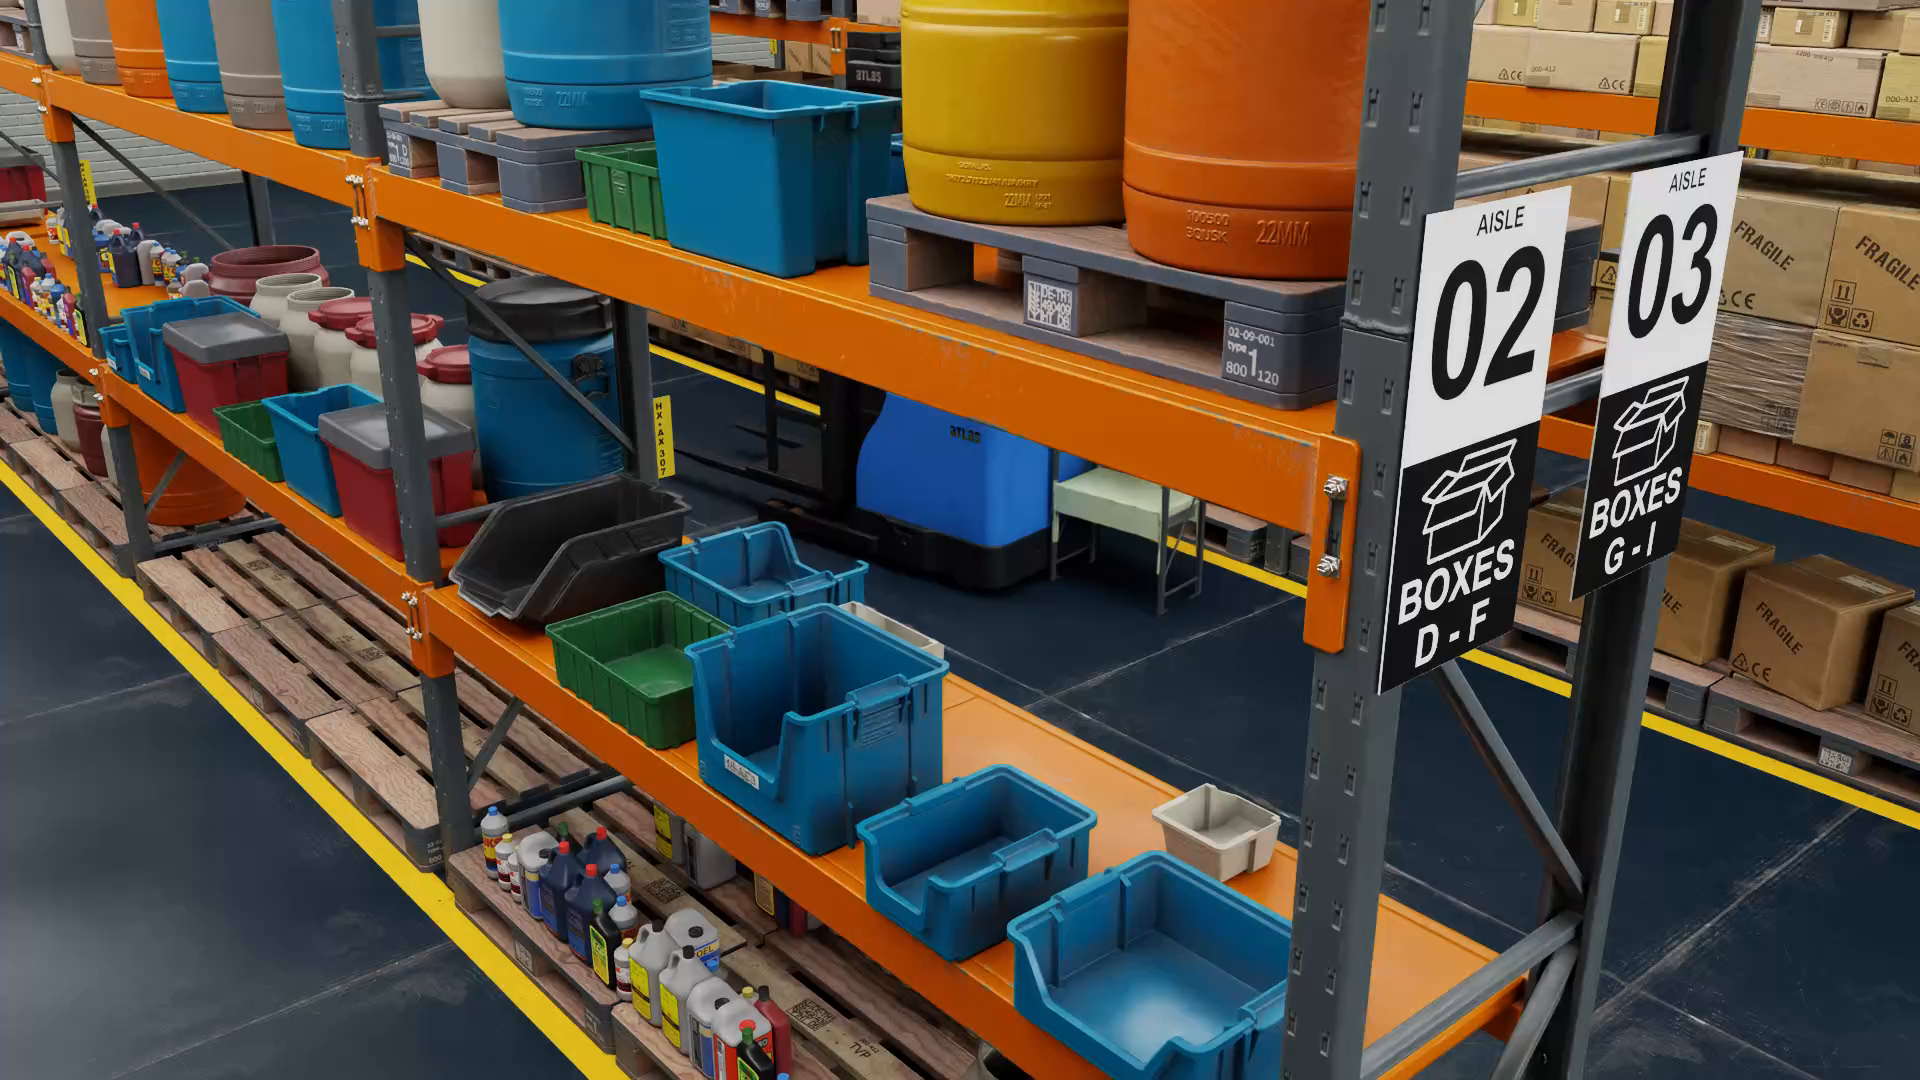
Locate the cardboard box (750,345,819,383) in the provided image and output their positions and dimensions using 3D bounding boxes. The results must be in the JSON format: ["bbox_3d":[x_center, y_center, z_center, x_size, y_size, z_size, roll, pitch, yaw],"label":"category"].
[{"bbox_3d":[-0.888,-1.830,12.881,1.225,0.875,0.875,-19,28,-40],"label":"cardboard box"}]

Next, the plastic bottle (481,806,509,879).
[{"bbox_3d":[-1.719,1.114,6.165,0.097,0.271,0.097,0,21,0],"label":"plastic bottle"}]

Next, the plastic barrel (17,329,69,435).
[{"bbox_3d":[-6.012,-1.223,11.295,0.600,0.901,0.708,-17,27,-37],"label":"plastic barrel"}]

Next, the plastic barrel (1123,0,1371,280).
[{"bbox_3d":[0.603,-0.935,2.981,0.600,0.830,0.708,-17,27,-37],"label":"plastic barrel"}]

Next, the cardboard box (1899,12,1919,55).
[{"bbox_3d":[3.826,-1.946,6.386,0.380,0.149,0.250,-17,27,-37],"label":"cardboard box"}]

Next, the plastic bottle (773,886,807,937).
[{"bbox_3d":[-0.597,1.239,5.830,0.061,0.283,0.133,-17,27,-37],"label":"plastic bottle"}]

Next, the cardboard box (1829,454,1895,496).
[{"bbox_3d":[3.910,-0.330,7.057,0.380,0.149,0.250,-17,27,-37],"label":"cardboard box"}]

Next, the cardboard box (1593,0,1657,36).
[{"bbox_3d":[3.016,-2.321,7.343,0.380,0.149,0.250,-18,28,-38],"label":"cardboard box"}]

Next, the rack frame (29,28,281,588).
[{"bbox_3d":[-4.206,-1.249,9.061,1.000,3.000,0.127,-17,27,-37],"label":"rack frame"}]

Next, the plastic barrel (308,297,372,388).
[{"bbox_3d":[-2.815,-0.846,7.845,0.433,0.535,0.433,0,21,0],"label":"plastic barrel"}]

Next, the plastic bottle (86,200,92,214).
[{"bbox_3d":[-5.969,-2.155,11.442,0.144,0.351,0.185,-17,27,-37],"label":"plastic bottle"}]

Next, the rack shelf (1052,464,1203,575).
[{"bbox_3d":[0.921,-0.130,9.154,0.720,0.370,0.431,18,27,38],"label":"rack shelf"}]

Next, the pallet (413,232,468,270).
[{"bbox_3d":[-5.094,-3.138,17.706,1.003,0.211,1.213,-17,27,-37],"label":"pallet"}]

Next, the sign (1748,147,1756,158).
[{"bbox_3d":[5.576,-2.846,11.659,0.100,0.325,0.005,-17,27,-37],"label":"sign"}]

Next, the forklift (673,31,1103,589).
[{"bbox_3d":[-0.605,-1.523,9.852,3.031,2.935,1.130,18,27,38],"label":"forklift"}]

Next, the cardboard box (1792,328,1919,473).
[{"bbox_3d":[4.013,-0.671,7.040,0.875,0.500,0.500,-17,27,-37],"label":"cardboard box"}]

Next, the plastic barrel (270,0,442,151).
[{"bbox_3d":[-2.091,-1.863,5.827,0.600,0.901,0.708,-17,27,-37],"label":"plastic barrel"}]

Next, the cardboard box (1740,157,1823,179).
[{"bbox_3d":[3.636,-1.500,7.784,0.500,0.500,0.500,-17,27,-37],"label":"cardboard box"}]

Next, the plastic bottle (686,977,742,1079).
[{"bbox_3d":[-0.749,1.507,5.155,0.152,0.276,0.135,-18,28,-39],"label":"plastic bottle"}]

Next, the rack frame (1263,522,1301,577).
[{"bbox_3d":[2.157,-1.323,9.249,1.000,3.000,0.127,-17,27,-37],"label":"rack frame"}]

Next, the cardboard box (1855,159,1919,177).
[{"bbox_3d":[6.643,-2.814,11.370,0.875,0.550,0.550,-17,27,-37],"label":"cardboard box"}]

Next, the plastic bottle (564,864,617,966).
[{"bbox_3d":[-1.259,1.258,5.687,0.144,0.351,0.185,-19,28,-40],"label":"plastic bottle"}]

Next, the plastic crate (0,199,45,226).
[{"bbox_3d":[-7.012,-2.422,12.335,0.396,0.136,0.243,-17,27,-37],"label":"plastic crate"}]

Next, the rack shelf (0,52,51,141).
[{"bbox_3d":[-5.511,-2.864,10.056,1.077,0.370,4.000,-17,27,-37],"label":"rack shelf"}]

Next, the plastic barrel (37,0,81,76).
[{"bbox_3d":[-4.235,-2.539,8.088,0.421,0.512,0.421,0,21,0],"label":"plastic barrel"}]

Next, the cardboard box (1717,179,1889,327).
[{"bbox_3d":[3.567,-1.237,7.114,0.500,0.500,0.500,-17,27,-37],"label":"cardboard box"}]

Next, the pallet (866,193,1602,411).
[{"bbox_3d":[0.550,-0.600,3.548,1.003,0.211,1.213,-17,27,-37],"label":"pallet"}]

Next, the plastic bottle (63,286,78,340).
[{"bbox_3d":[-4.944,-1.269,9.271,0.061,0.283,0.133,-17,27,-37],"label":"plastic bottle"}]

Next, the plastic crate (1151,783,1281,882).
[{"bbox_3d":[0.676,0.760,4.292,0.298,0.136,0.250,-17,27,-37],"label":"plastic crate"}]

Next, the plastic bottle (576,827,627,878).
[{"bbox_3d":[-1.273,1.172,5.908,0.144,0.351,0.185,-17,27,-37],"label":"plastic bottle"}]

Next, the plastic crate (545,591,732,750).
[{"bbox_3d":[-0.923,0.397,5.149,0.450,0.188,0.662,-17,27,-37],"label":"plastic crate"}]

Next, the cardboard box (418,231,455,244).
[{"bbox_3d":[-5.197,-3.687,17.622,0.875,0.875,0.875,-17,27,-37],"label":"cardboard box"}]

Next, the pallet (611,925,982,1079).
[{"bbox_3d":[-0.388,1.687,5.388,1.003,0.211,1.213,-17,27,-37],"label":"pallet"}]

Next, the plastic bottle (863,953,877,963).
[{"bbox_3d":[-0.285,1.334,5.698,0.097,0.201,0.097,0,21,0],"label":"plastic bottle"}]

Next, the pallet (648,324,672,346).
[{"bbox_3d":[-2.504,-2.040,14.903,1.003,0.211,1.213,-17,27,-37],"label":"pallet"}]

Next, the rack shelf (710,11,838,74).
[{"bbox_3d":[-1.759,-4.043,13.066,1.077,0.370,4.000,-17,27,-37],"label":"rack shelf"}]

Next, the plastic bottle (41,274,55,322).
[{"bbox_3d":[-5.259,-1.407,9.640,0.097,0.271,0.097,0,21,0],"label":"plastic bottle"}]

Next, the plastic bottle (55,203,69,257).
[{"bbox_3d":[-6.078,-2.121,11.354,0.144,0.351,0.185,-17,27,-37],"label":"plastic bottle"}]

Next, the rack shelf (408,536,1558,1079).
[{"bbox_3d":[-0.289,0.743,4.959,1.077,0.370,4.000,-17,27,-37],"label":"rack shelf"}]

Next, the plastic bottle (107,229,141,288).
[{"bbox_3d":[-5.277,-1.778,10.477,0.144,0.351,0.185,-17,27,-37],"label":"plastic bottle"}]

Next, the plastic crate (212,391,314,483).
[{"bbox_3d":[-2.946,-0.459,7.335,0.450,0.188,0.662,-17,27,-37],"label":"plastic crate"}]

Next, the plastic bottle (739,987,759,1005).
[{"bbox_3d":[-0.667,1.507,5.258,0.097,0.201,0.097,0,21,0],"label":"plastic bottle"}]

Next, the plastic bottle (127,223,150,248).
[{"bbox_3d":[-5.250,-1.851,10.665,0.144,0.351,0.185,-17,27,-37],"label":"plastic bottle"}]

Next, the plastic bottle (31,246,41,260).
[{"bbox_3d":[-5.756,-1.698,10.383,0.097,0.271,0.097,0,21,0],"label":"plastic bottle"}]

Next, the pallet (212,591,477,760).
[{"bbox_3d":[-2.937,0.609,8.139,1.003,0.211,1.213,-17,27,-37],"label":"pallet"}]

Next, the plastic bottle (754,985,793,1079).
[{"bbox_3d":[-0.578,1.516,5.121,0.061,0.283,0.133,-17,27,-37],"label":"plastic bottle"}]

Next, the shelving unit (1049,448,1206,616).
[{"bbox_3d":[0.921,-0.434,9.035,0.755,1.500,0.431,18,27,38],"label":"shelving unit"}]

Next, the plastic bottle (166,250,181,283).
[{"bbox_3d":[-4.838,-1.653,10.268,0.097,0.271,0.097,0,21,0],"label":"plastic bottle"}]

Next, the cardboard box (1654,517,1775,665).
[{"bbox_3d":[3.563,0.239,8.112,0.500,0.500,0.500,-14,26,-33],"label":"cardboard box"}]

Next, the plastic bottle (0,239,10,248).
[{"bbox_3d":[-6.048,-1.758,10.530,0.152,0.276,0.135,-17,27,-37],"label":"plastic bottle"}]

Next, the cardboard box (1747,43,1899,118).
[{"bbox_3d":[3.605,-1.899,6.811,0.500,0.250,0.500,-17,27,-36],"label":"cardboard box"}]

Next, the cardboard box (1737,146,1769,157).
[{"bbox_3d":[5.652,-3.124,12.339,0.700,0.500,0.500,-18,28,-38],"label":"cardboard box"}]

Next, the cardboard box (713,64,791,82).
[{"bbox_3d":[-1.785,-3.512,13.326,0.797,0.503,0.637,-16,27,-36],"label":"cardboard box"}]
